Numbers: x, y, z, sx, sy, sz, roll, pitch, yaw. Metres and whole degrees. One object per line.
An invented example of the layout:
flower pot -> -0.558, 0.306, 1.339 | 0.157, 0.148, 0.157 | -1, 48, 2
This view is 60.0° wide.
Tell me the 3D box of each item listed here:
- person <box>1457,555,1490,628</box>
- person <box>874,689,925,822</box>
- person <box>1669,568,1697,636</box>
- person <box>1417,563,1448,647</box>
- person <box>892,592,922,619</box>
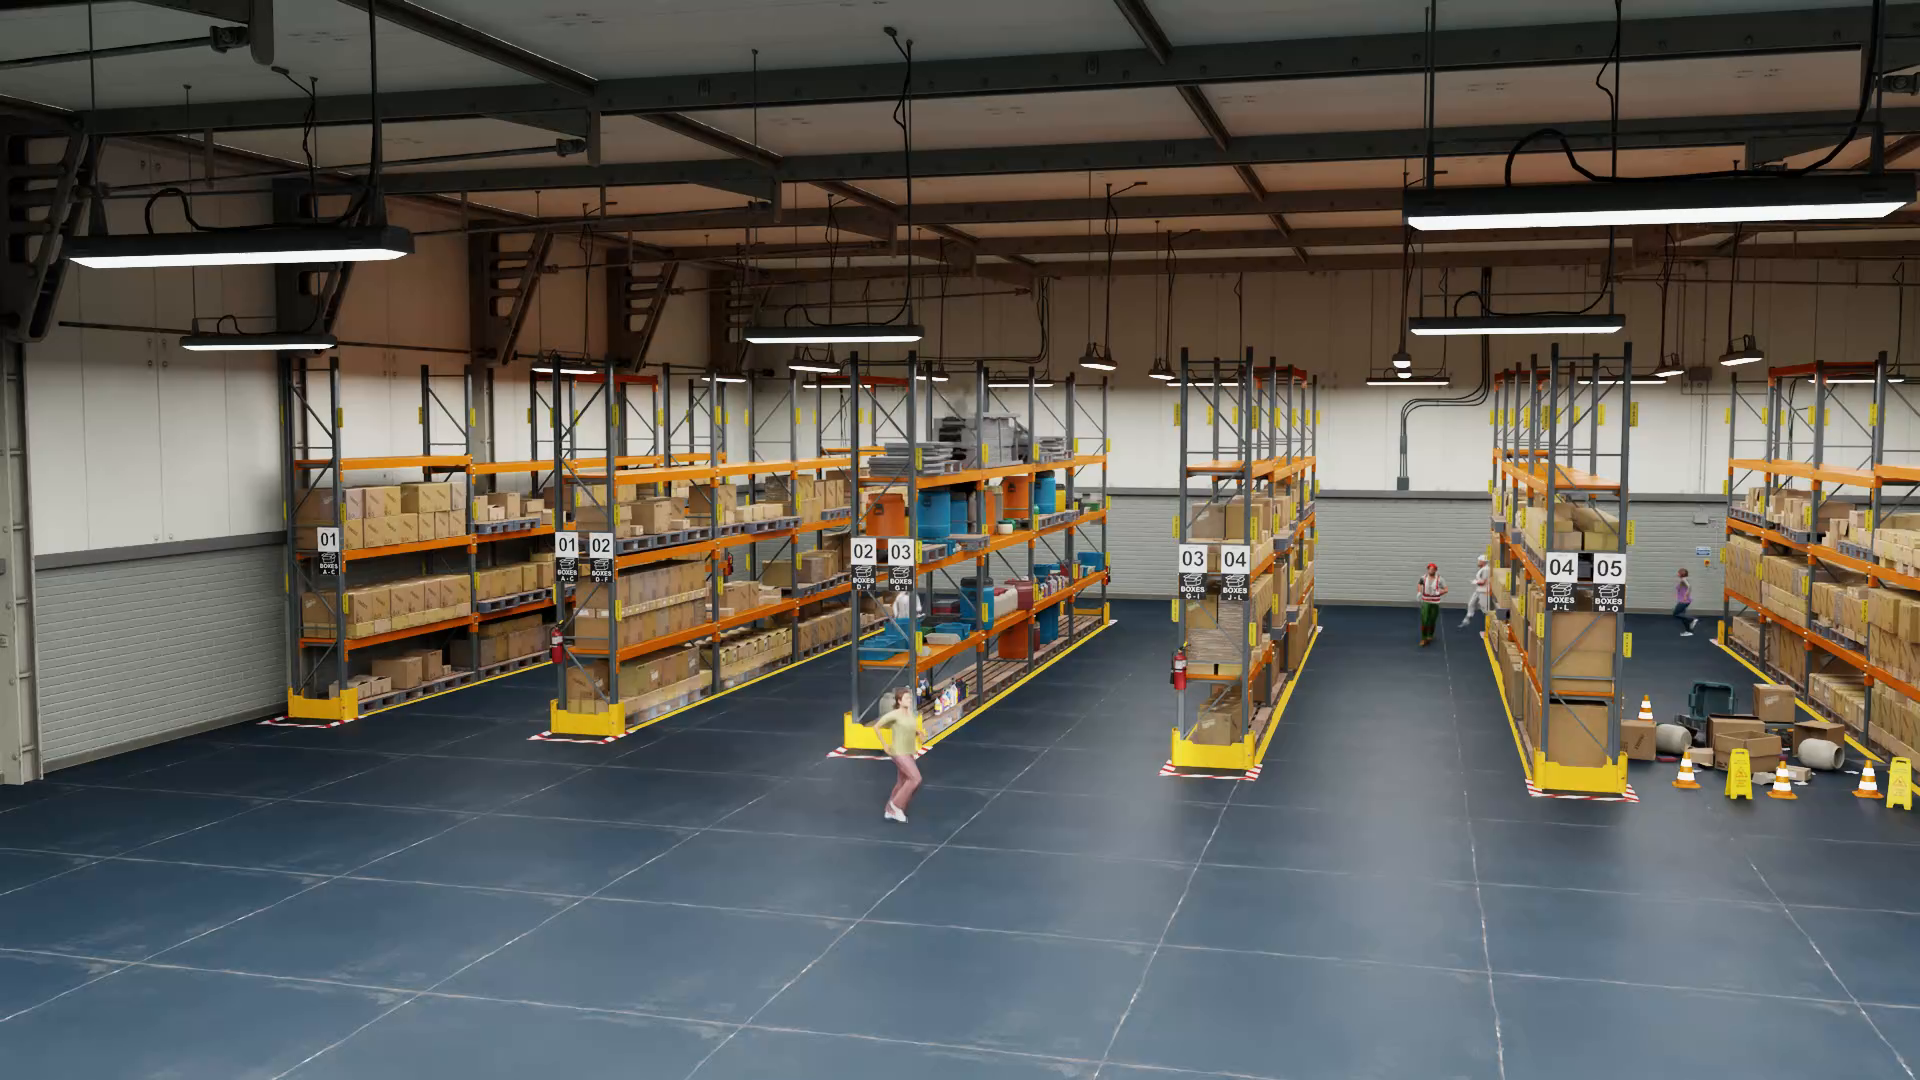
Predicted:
person -> 12.271, 1.236, 39.127 | 1.008, 1.779, 0.674 | 1, 4, 9
person -> -0.679, 2.656, 20.523 | 0.597, 1.637, 0.564 | 3, 5, 32
person -> 16.617, 1.432, 38.218 | 0.605, 1.562, 0.573 | 2, 5, 26
person -> 10.401, 1.407, 36.625 | 0.667, 1.817, 0.860 | 1, 4, 18
person -> -1.110, 1.608, 34.387 | 0.621, 1.562, 0.802 | 0, 4, 6
